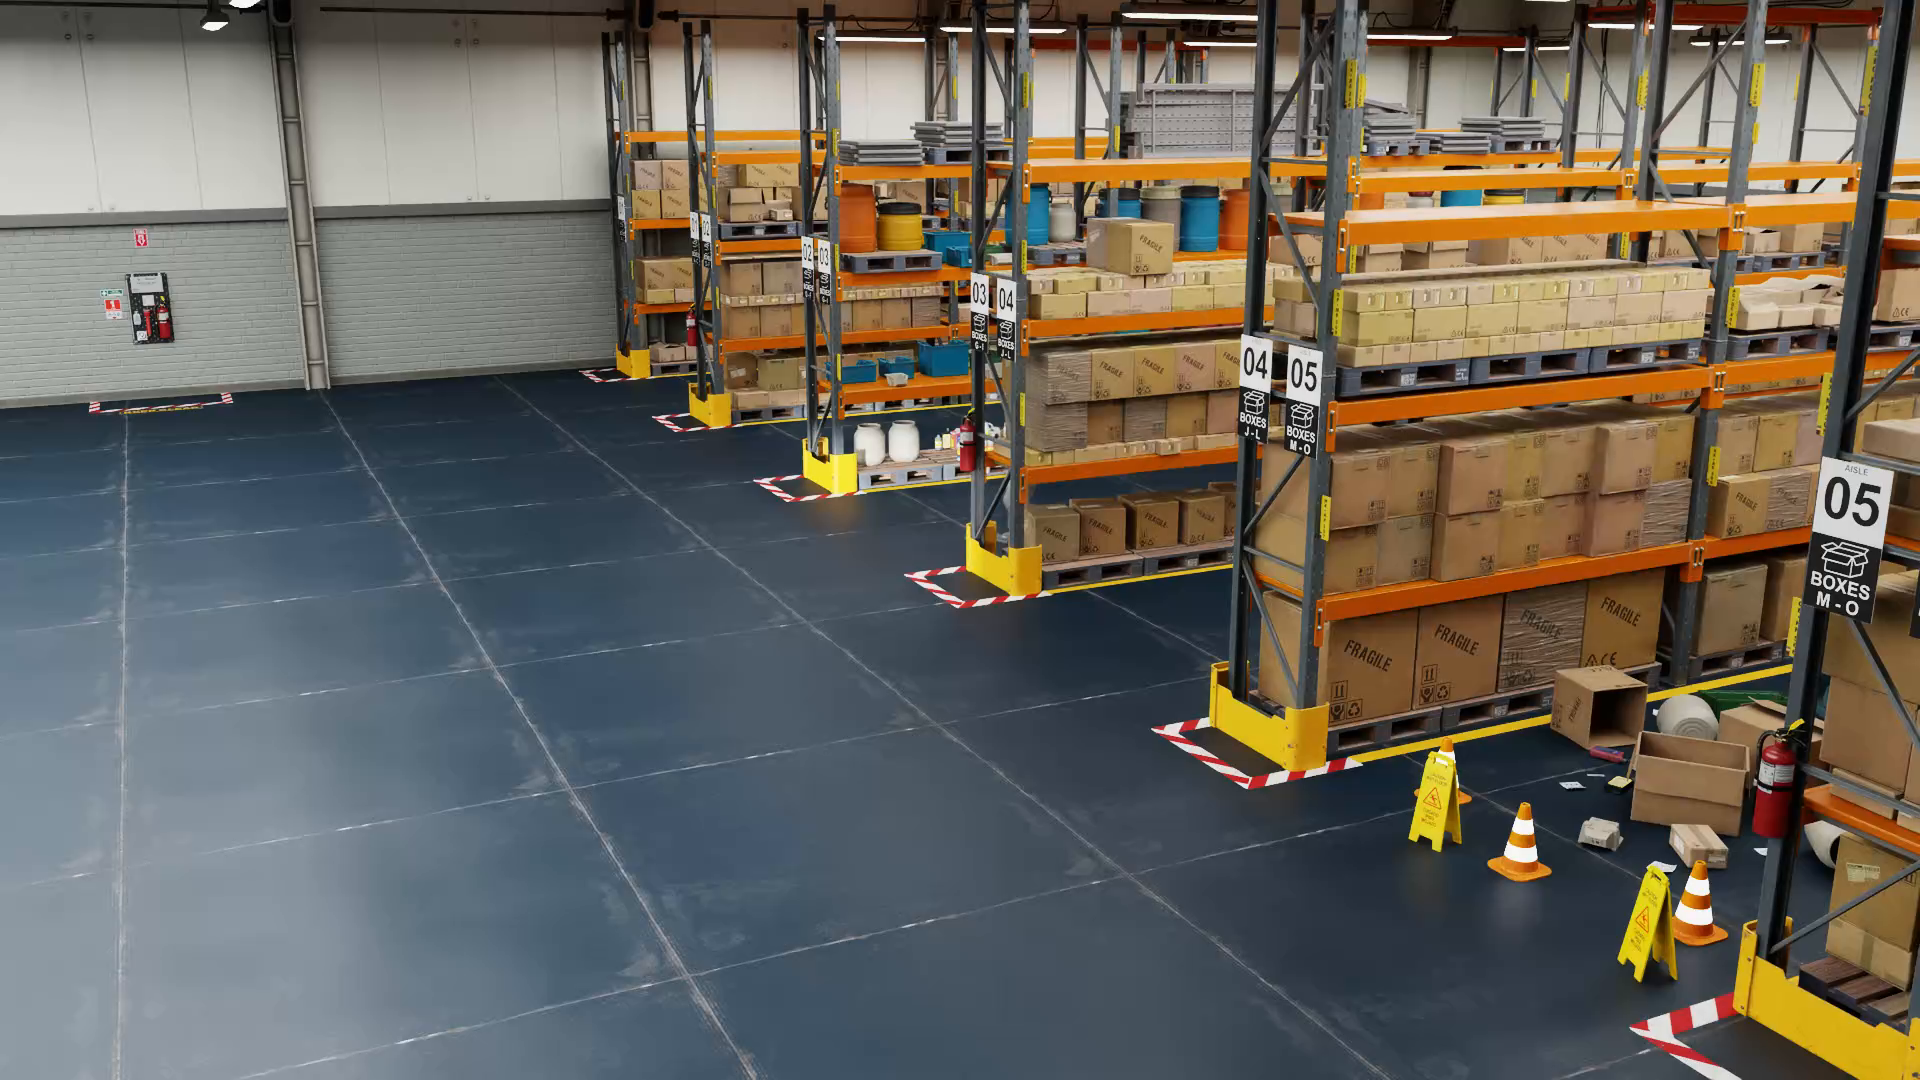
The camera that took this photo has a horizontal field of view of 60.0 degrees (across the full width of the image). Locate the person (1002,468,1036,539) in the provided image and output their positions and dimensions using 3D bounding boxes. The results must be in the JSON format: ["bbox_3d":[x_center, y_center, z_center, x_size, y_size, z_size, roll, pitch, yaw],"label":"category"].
[{"bbox_3d":[0.714,-0.818,18.960,0.475,1.710,0.553,-7,17,-24],"label":"person"}]
